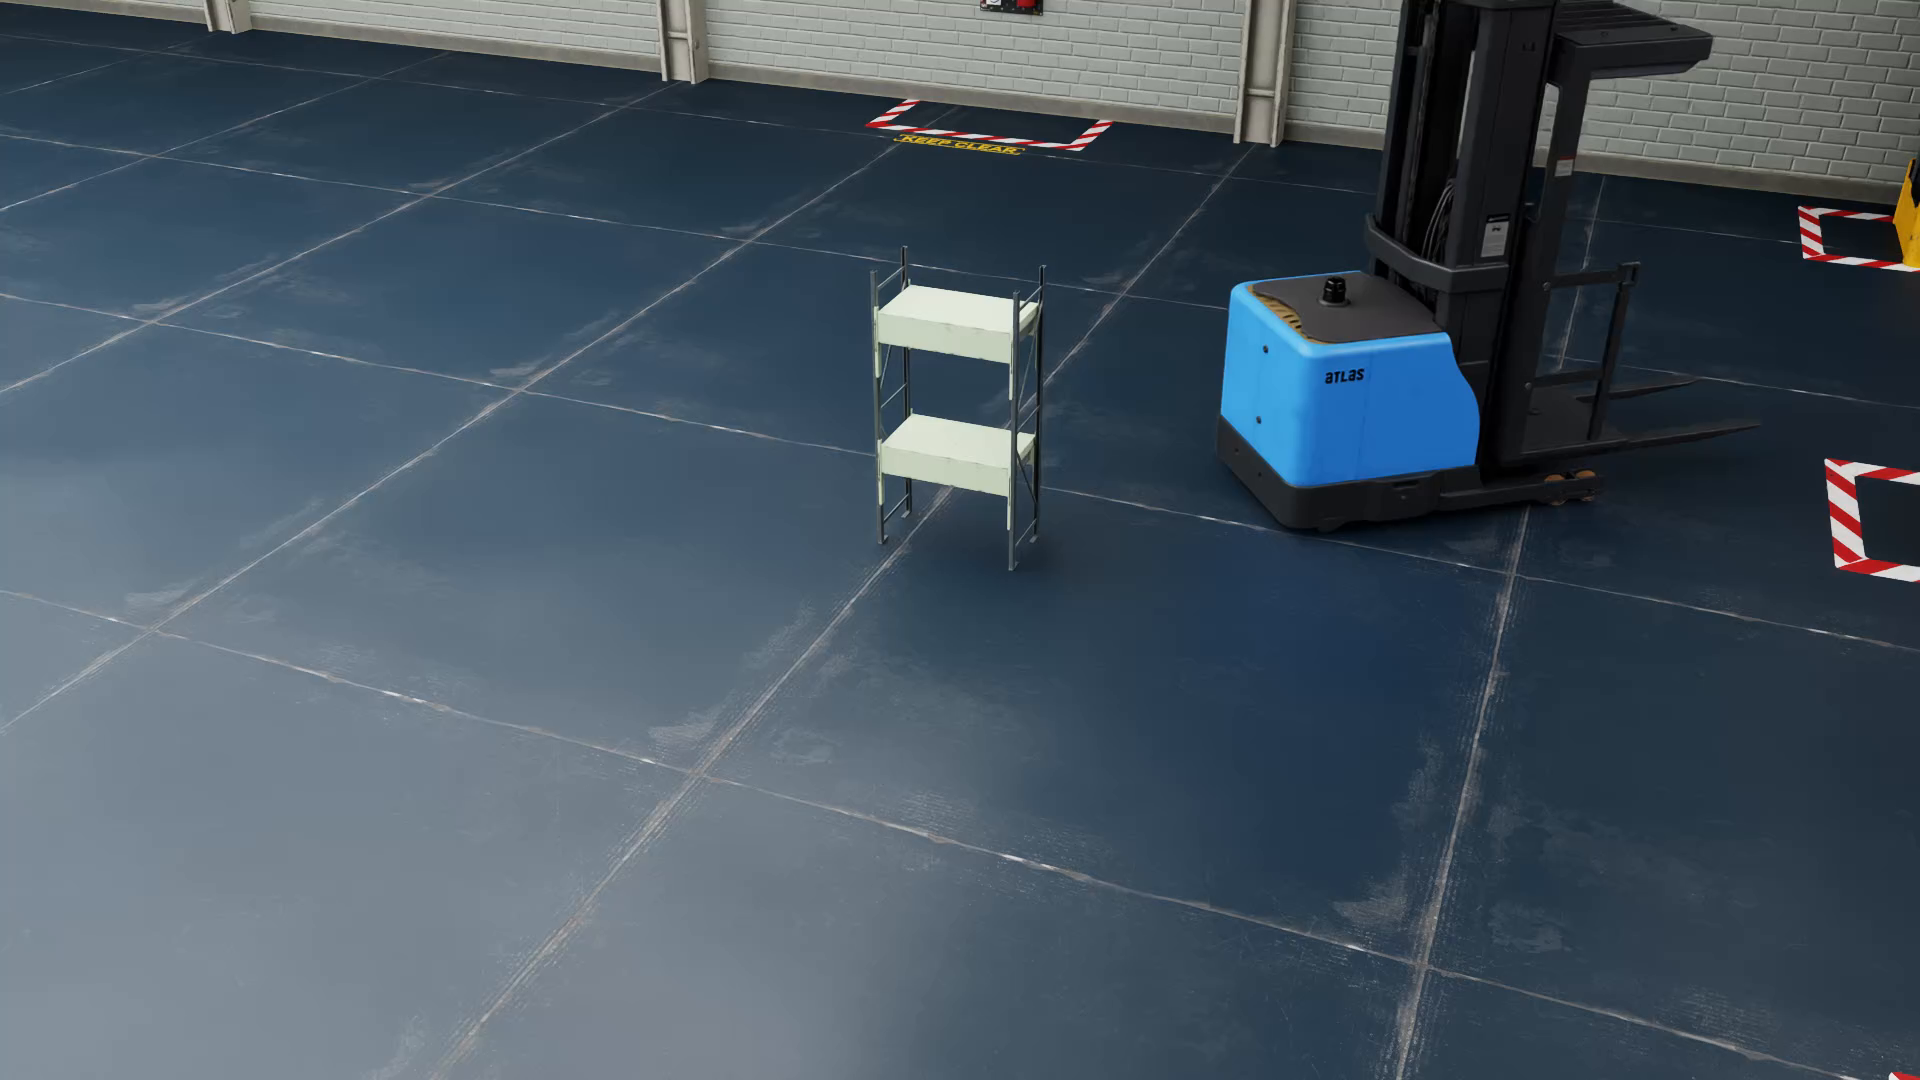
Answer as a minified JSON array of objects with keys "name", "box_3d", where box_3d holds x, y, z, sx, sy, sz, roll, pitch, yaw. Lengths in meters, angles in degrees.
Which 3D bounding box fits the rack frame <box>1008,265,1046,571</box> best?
[{"name":"rack frame","box_3d":[0.333,-0.586,8.263,0.023,1.500,0.400,11,31,19]}]

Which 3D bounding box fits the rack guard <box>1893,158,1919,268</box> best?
[{"name":"rack guard","box_3d":[7.388,-2.485,12.638,0.348,0.500,1.175,11,31,19]}]

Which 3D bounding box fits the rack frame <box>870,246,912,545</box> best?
[{"name":"rack frame","box_3d":[-0.345,-0.722,8.503,0.023,1.500,0.400,11,31,19]}]

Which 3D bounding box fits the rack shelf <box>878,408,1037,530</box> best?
[{"name":"rack shelf","box_3d":[-0.006,-0.370,8.544,0.720,0.370,0.431,11,31,19]}]

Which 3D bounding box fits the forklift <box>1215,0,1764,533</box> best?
[{"name":"forklift","box_3d":[3.032,-1.706,8.790,3.031,2.935,1.130,-8,30,-13]}]

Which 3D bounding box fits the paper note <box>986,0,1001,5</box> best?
[{"name":"paper note","box_3d":[0.318,-5.117,15.650,0.142,0.148,0.016,11,31,19]}]

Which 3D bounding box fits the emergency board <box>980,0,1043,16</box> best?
[{"name":"emergency board","box_3d":[0.457,-5.437,15.320,0.643,1.169,0.194,11,31,19]}]

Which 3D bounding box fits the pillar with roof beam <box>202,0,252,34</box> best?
[{"name":"pillar with roof beam","box_3d":[-10.006,-7.831,13.459,0.400,9.000,9.100,11,31,19]}]

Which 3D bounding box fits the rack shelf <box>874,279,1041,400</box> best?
[{"name":"rack shelf","box_3d":[-0.006,-0.994,8.191,0.720,0.370,0.431,11,31,19]}]

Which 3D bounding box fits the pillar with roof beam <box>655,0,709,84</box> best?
[{"name":"pillar with roof beam","box_3d":[-4.446,-6.721,11.495,0.400,9.000,9.100,11,31,19]}]

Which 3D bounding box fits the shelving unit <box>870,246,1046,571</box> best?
[{"name":"shelving unit","box_3d":[-0.006,-0.654,8.383,0.755,1.500,0.431,11,31,19]}]

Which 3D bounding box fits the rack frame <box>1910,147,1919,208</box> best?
[{"name":"rack frame","box_3d":[7.318,-3.587,12.048,0.127,3.000,1.000,11,31,19]}]

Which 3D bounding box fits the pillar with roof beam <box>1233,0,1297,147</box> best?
[{"name":"pillar with roof beam","box_3d":[1.114,-5.611,9.531,0.400,9.000,9.100,11,31,19]}]
